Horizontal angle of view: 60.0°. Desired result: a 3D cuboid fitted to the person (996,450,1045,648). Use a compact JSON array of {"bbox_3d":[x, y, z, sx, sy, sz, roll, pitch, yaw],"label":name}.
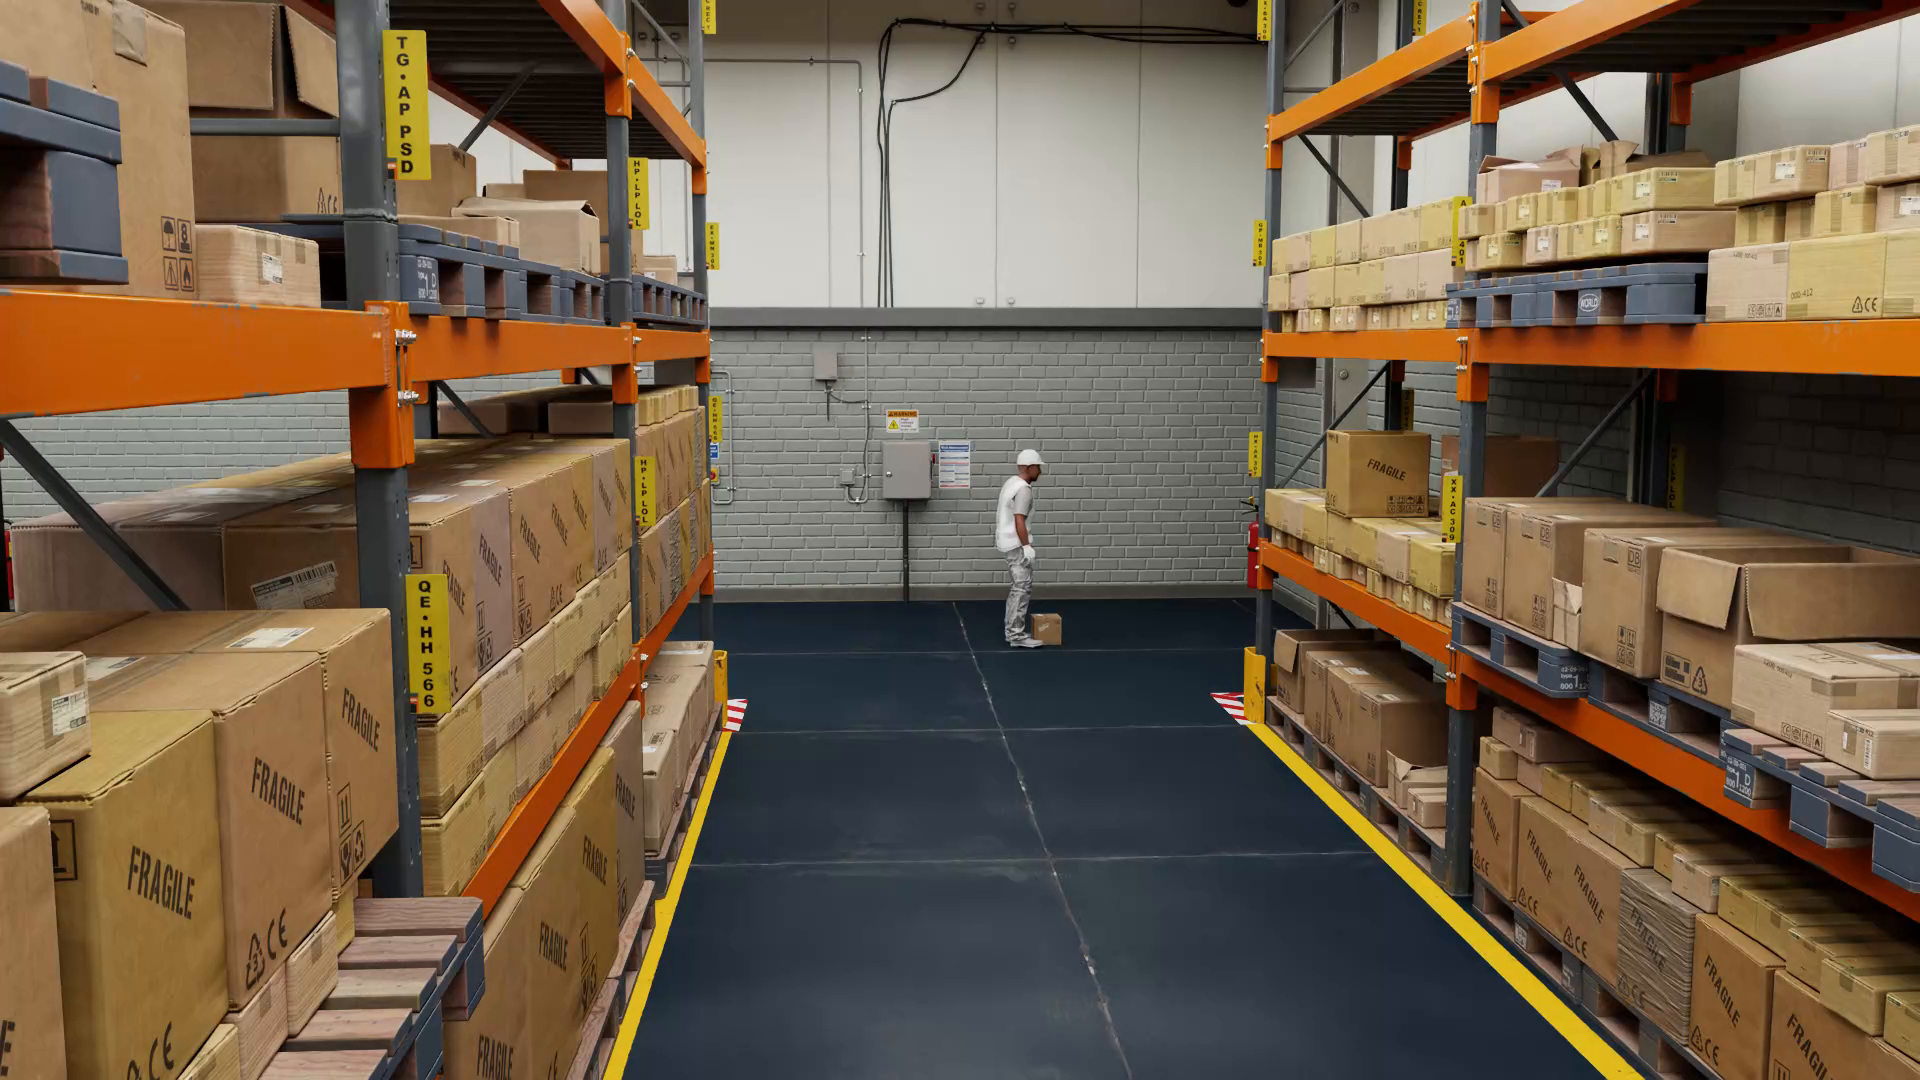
[{"bbox_3d":[0.563,0.066,15.135,0.453,1.774,0.629,-1,7,-5],"label":"person"}]
